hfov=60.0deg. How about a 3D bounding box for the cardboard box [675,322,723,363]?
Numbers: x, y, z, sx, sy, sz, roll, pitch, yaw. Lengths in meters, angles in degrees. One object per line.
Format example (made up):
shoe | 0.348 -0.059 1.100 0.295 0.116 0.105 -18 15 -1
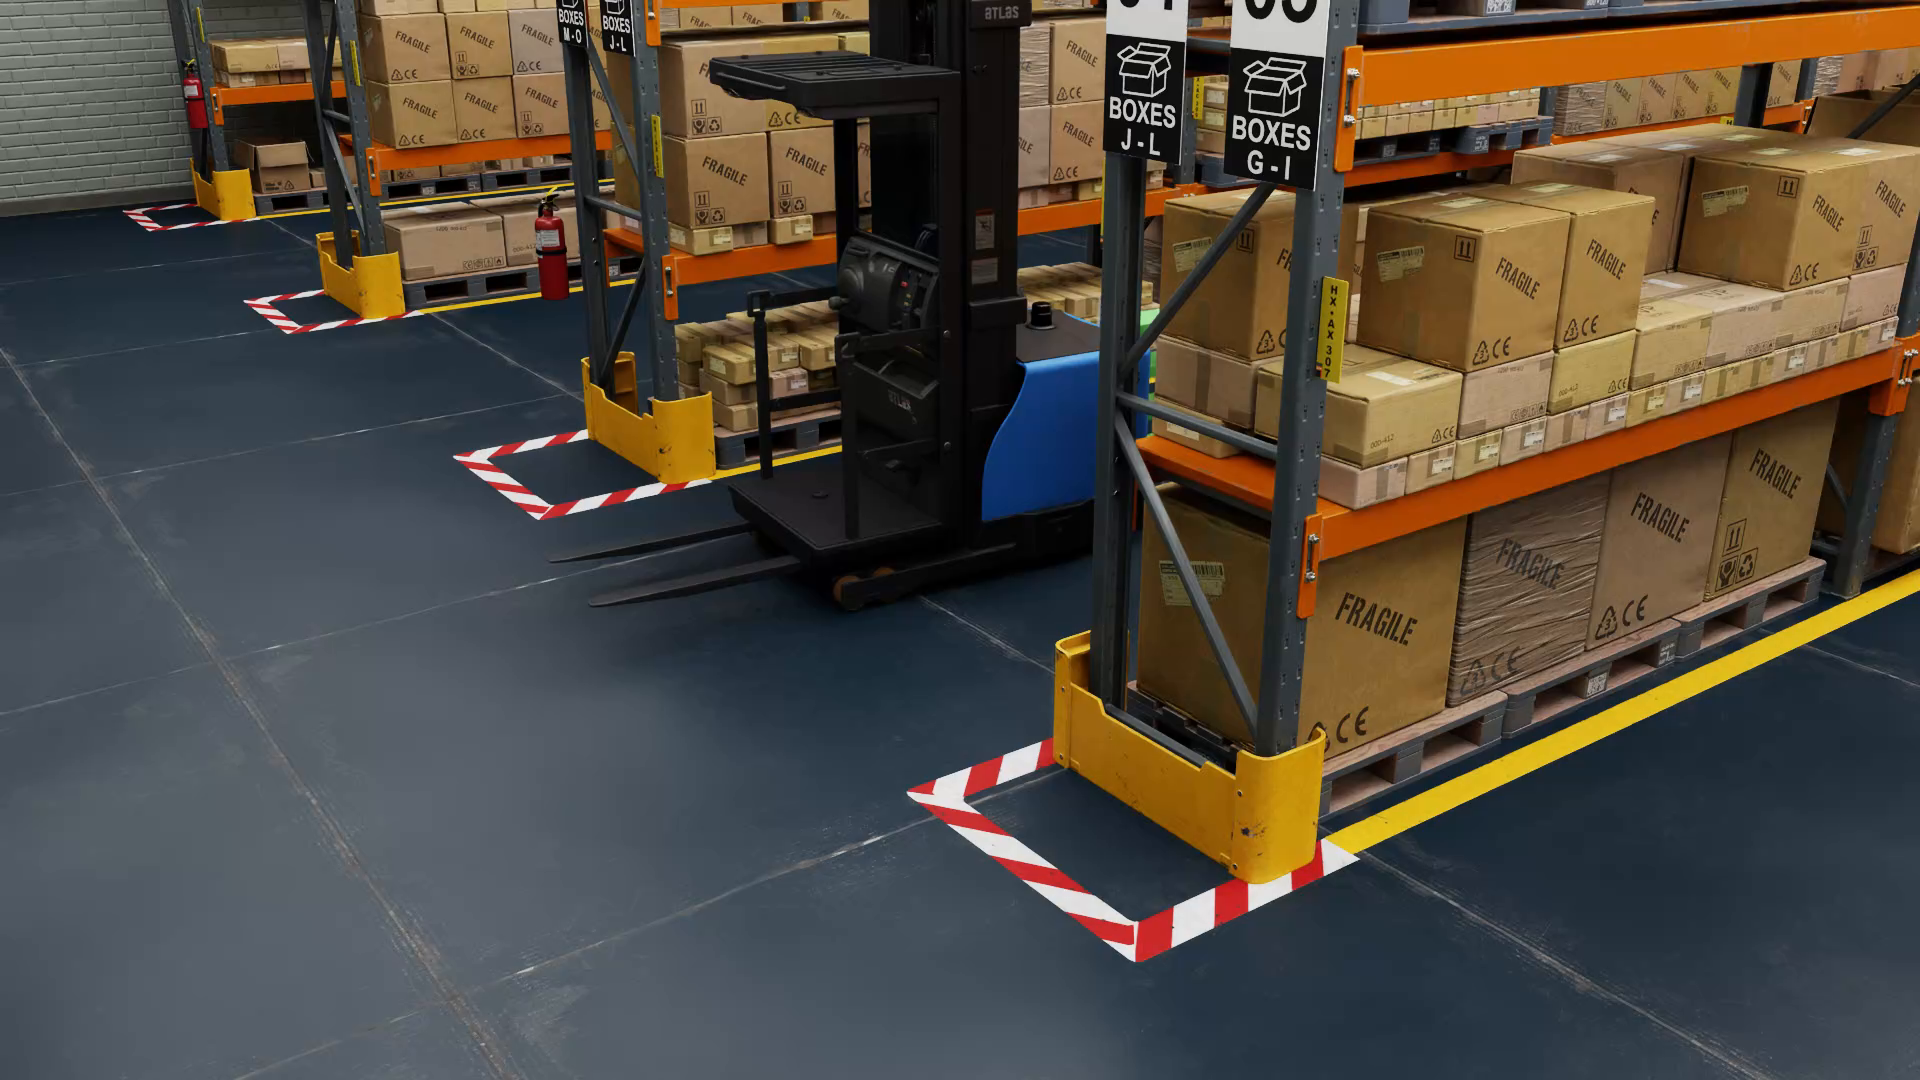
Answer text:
cardboard box | -1.684 -1.240 10.435 0.250 0.149 0.380 -15 26 -32

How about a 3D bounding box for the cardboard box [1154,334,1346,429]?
cardboard box | 1.087 -0.642 6.258 0.500 0.250 0.500 -15 26 -34

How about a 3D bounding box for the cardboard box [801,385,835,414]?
cardboard box | -0.991 -0.927 10.453 0.250 0.149 0.380 -15 26 -32

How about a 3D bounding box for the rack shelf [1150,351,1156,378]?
rack shelf | 1.022 -0.926 9.123 0.480 0.148 0.258 -12 25 -28

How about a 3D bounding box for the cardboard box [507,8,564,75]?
cardboard box | -3.554 -4.126 13.706 0.500 0.500 0.500 -15 26 -33

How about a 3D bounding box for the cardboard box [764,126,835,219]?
cardboard box | -1.020 -2.225 9.888 0.500 0.500 0.500 -15 26 -33

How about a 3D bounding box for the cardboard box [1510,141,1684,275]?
cardboard box | 2.734 -1.426 7.211 0.500 0.500 0.500 -16 27 -34

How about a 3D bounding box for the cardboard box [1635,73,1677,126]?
cardboard box | 5.871 -3.916 14.528 0.500 0.500 0.500 -15 26 -33

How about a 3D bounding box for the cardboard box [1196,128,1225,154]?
cardboard box | 1.870 -2.793 11.622 0.250 0.149 0.380 -16 27 -35

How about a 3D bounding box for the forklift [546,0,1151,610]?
forklift | -0.537 -1.245 8.061 3.031 2.935 1.130 -12 25 -28

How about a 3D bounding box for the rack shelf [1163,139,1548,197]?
rack shelf | 2.905 -2.867 13.004 4.000 0.370 1.077 -15 26 -33

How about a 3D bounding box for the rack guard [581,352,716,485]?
rack guard | -1.904 -0.758 10.121 0.348 0.500 1.175 -15 26 -33

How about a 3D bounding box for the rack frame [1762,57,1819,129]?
rack frame | 7.775 -4.500 16.126 0.127 3.000 1.000 -15 26 -33

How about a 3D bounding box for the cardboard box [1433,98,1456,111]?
cardboard box | 3.559 -3.383 12.699 0.250 0.149 0.380 -15 26 -33

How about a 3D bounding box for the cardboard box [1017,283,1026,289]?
cardboard box | 0.248 -1.729 11.658 0.250 0.149 0.380 -16 27 -34

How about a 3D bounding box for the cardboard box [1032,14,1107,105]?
cardboard box | 0.641 -3.121 10.784 0.500 0.500 0.500 -16 27 -34

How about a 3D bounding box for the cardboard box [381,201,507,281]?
cardboard box | -4.461 -2.548 14.124 0.875 0.438 0.875 -16 27 -35

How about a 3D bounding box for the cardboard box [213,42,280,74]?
cardboard box | -7.315 -4.948 17.050 0.500 0.250 0.500 -15 26 -33

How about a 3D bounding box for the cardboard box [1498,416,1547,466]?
cardboard box | 1.956 -0.417 6.234 0.250 0.149 0.380 -15 26 -34

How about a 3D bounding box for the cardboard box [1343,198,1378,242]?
cardboard box | 2.883 -2.456 12.798 0.500 0.250 0.500 -14 26 -31

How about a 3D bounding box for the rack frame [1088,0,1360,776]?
rack frame | 0.849 -0.388 5.822 0.127 3.000 1.000 -15 26 -33

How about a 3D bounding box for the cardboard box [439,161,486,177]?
cardboard box | -5.729 -4.398 18.677 0.500 0.500 0.700 -16 27 -35

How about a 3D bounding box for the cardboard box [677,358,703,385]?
cardboard box | -1.704 -1.112 10.513 0.250 0.149 0.380 -16 27 -34

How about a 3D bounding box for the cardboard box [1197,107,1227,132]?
cardboard box | 1.870 -2.932 11.567 0.250 0.149 0.380 -14 26 -32

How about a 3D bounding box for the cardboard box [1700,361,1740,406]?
cardboard box | 2.997 -0.695 6.929 0.250 0.149 0.380 -15 26 -34

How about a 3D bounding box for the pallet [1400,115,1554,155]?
pallet | 4.012 -3.359 13.525 1.003 0.211 1.213 -15 26 -33

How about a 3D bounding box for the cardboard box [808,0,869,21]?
cardboard box | -1.167 -4.755 15.281 0.500 0.500 0.500 -15 26 -32

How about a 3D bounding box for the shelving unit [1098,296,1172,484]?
shelving unit | 1.022 -0.762 9.188 0.503 1.200 0.258 -12 25 -28

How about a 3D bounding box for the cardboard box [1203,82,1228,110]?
cardboard box | 1.870 -3.070 11.512 0.250 0.149 0.380 -13 25 -30

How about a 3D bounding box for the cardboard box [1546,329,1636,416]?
cardboard box | 2.224 -0.702 6.408 0.500 0.250 0.500 -16 27 -35

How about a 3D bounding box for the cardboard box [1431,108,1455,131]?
cardboard box | 3.563 -3.247 12.758 0.250 0.149 0.380 -16 27 -35

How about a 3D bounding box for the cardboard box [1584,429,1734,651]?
cardboard box | 2.783 -0.149 7.522 0.875 0.875 0.875 -15 26 -33

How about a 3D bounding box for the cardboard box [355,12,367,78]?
cardboard box | -4.686 -4.056 13.531 0.500 0.500 0.500 -14 26 -31

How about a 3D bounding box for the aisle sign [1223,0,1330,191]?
aisle sign | 0.966 -1.490 5.075 0.004 0.787 0.394 -15 26 -33

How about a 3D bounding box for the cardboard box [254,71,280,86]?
cardboard box | -7.234 -4.803 17.225 0.250 0.149 0.380 -14 26 -32

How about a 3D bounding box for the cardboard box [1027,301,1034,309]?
cardboard box | 0.340 -1.518 11.130 0.250 0.149 0.380 -16 27 -35

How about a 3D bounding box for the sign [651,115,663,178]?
sign | -1.649 -2.141 9.047 0.005 0.325 0.100 -15 26 -33

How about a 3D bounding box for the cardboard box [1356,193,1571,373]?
cardboard box | 1.802 -0.936 5.984 0.500 0.500 0.500 -16 27 -34

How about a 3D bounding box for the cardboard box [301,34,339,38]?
cardboard box | -6.798 -5.327 18.000 0.500 0.250 0.500 -14 26 -31

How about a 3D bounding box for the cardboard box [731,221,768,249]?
cardboard box | -1.329 -1.825 9.761 0.250 0.149 0.380 -14 26 -31

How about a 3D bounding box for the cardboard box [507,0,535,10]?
cardboard box | -3.654 -4.410 13.542 0.250 0.149 0.380 -15 26 -32

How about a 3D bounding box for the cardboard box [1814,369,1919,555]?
cardboard box | 4.604 -0.607 8.670 0.875 0.875 1.225 -15 26 -33

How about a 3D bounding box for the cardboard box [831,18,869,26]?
cardboard box | -0.484 -3.066 10.646 0.500 0.500 0.500 -16 27 -35

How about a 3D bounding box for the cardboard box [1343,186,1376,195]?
cardboard box | 3.006 -2.727 13.477 0.500 0.250 0.500 -15 26 -32

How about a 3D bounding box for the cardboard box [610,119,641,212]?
cardboard box | -1.751 -2.262 9.981 0.500 0.500 0.500 -14 26 -32

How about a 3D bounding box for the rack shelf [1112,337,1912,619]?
rack shelf | 2.473 -0.487 7.040 4.000 0.370 1.077 -15 26 -33

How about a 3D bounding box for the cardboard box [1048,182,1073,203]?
cardboard box | 0.540 -2.356 11.091 0.250 0.149 0.380 -16 27 -34

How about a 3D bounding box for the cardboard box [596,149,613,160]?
cardboard box | -4.069 -4.799 19.682 0.500 0.500 0.500 -14 25 -31

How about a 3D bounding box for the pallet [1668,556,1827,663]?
pallet | 3.433 0.182 8.155 1.213 0.211 1.003 -15 26 -33

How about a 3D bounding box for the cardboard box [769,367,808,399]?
cardboard box | -1.135 -0.990 10.208 0.250 0.149 0.380 -15 26 -33

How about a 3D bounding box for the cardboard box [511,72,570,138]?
cardboard box | -3.564 -3.656 13.877 0.500 0.500 0.500 -15 26 -33

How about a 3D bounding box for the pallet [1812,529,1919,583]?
pallet | 4.678 -0.149 8.984 1.213 0.211 1.003 -15 26 -33

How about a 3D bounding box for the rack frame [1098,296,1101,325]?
rack frame | 0.811 -0.717 9.074 0.015 1.200 0.240 -12 25 -28

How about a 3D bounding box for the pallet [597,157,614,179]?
pallet | -3.955 -4.620 20.190 1.213 0.211 1.003 -15 26 -33

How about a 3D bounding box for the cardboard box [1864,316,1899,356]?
cardboard box | 4.040 -0.973 7.626 0.250 0.149 0.380 -15 26 -33
